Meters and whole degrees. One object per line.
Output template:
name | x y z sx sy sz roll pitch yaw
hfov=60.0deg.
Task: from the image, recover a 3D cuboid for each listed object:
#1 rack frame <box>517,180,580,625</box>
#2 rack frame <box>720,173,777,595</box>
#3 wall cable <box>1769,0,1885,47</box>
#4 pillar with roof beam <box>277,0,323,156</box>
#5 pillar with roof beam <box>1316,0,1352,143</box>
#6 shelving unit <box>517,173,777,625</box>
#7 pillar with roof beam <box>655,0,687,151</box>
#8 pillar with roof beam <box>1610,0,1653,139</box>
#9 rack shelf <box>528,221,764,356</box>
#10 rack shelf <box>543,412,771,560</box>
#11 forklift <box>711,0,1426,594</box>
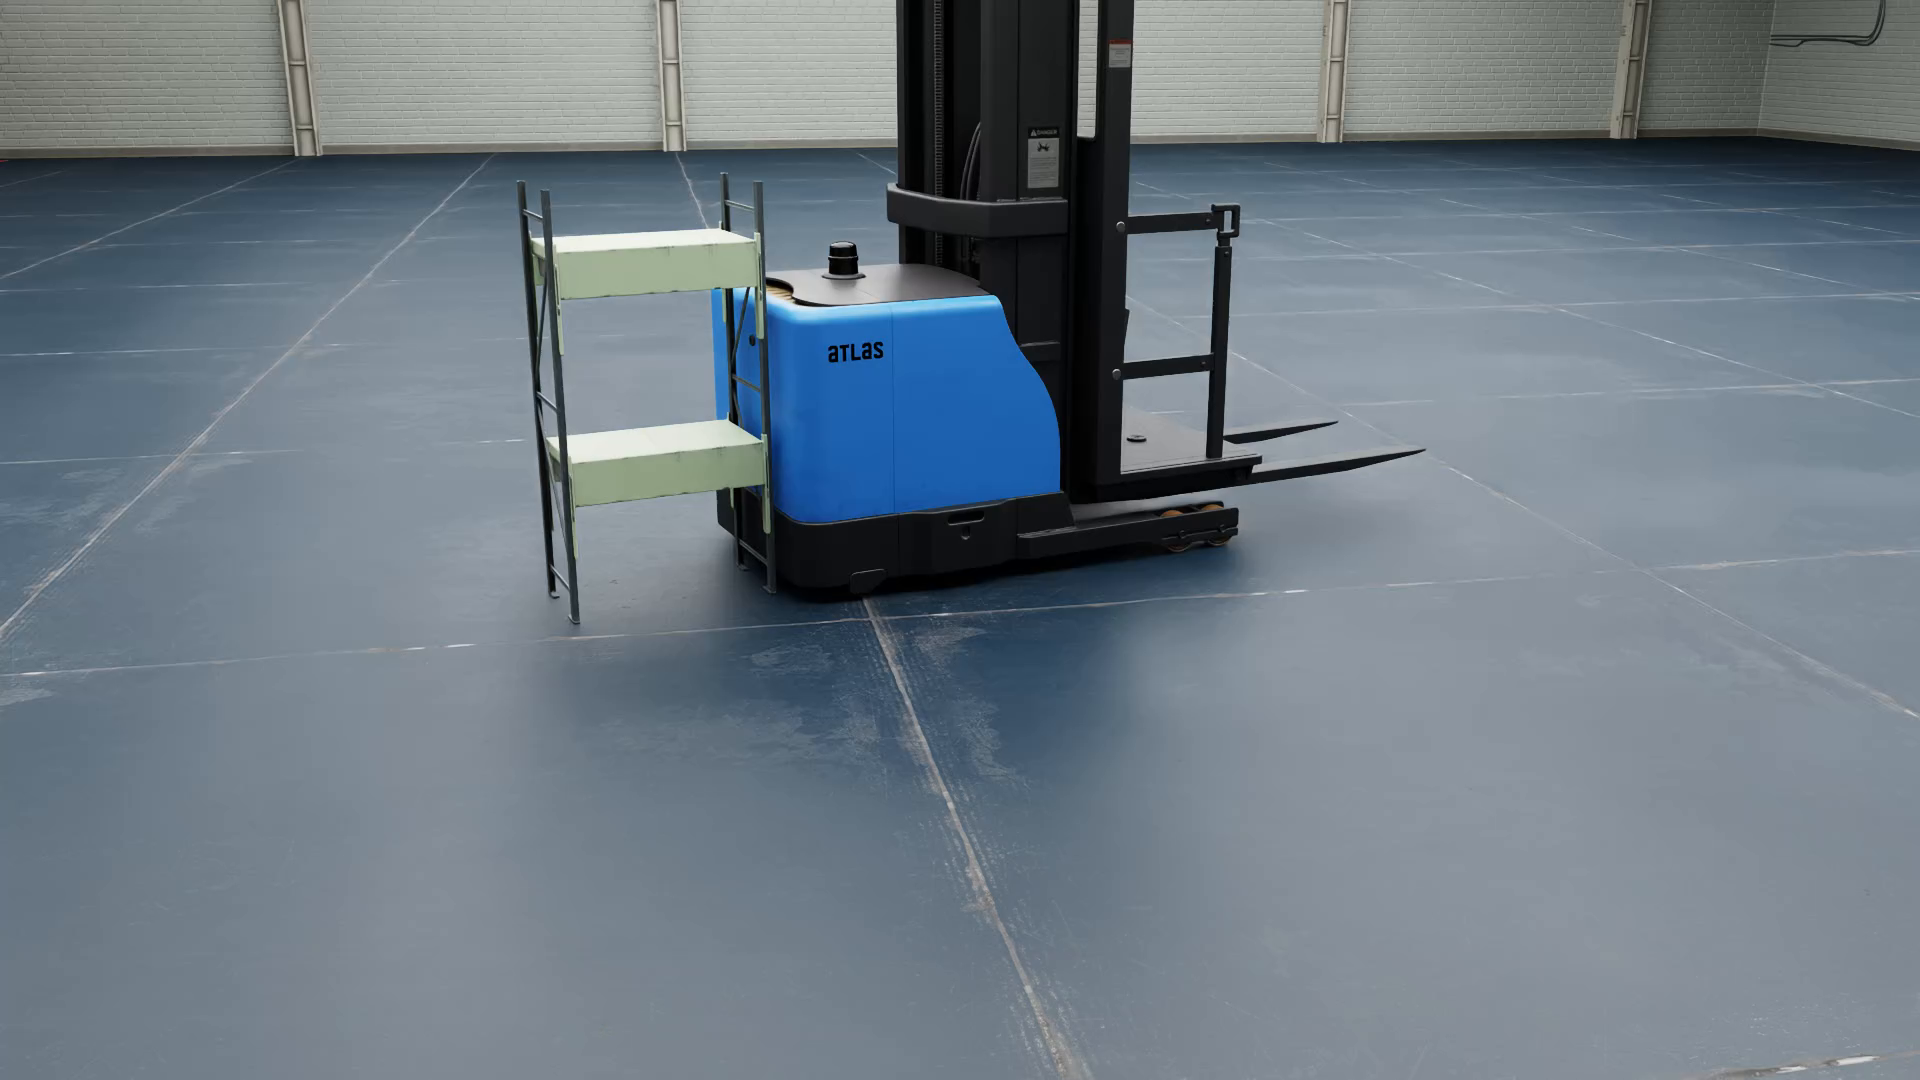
rack frame | -1.434 -0.473 5.798 0.023 1.500 0.400 -8 19 -25
rack frame | -0.777 -0.568 6.107 0.023 1.500 0.400 -8 19 -25
wall cable | 15.892 -10.332 30.413 0.112 2.526 3.097 -3 17 -10
pillar with roof beam | -9.999 -9.456 22.272 0.400 9.000 9.100 -3 17 -10
pillar with roof beam | 7.674 -10.458 25.536 0.400 9.000 9.100 -3 17 -10
shelving unit | -1.106 -0.521 5.952 0.755 1.500 0.431 -8 19 -25
pillar with roof beam | -4.108 -9.790 23.360 0.400 9.000 9.100 -3 17 -10
pillar with roof beam | 13.565 -10.793 26.624 0.400 9.000 9.100 -3 17 -10
rack shelf | -1.106 -0.894 5.838 0.720 0.370 0.431 -8 19 -25
rack shelf | -1.105 -0.209 6.048 0.720 0.370 0.431 -8 19 -25
forklift | 0.561 -1.482 6.646 3.031 2.935 1.130 -8 19 -25
